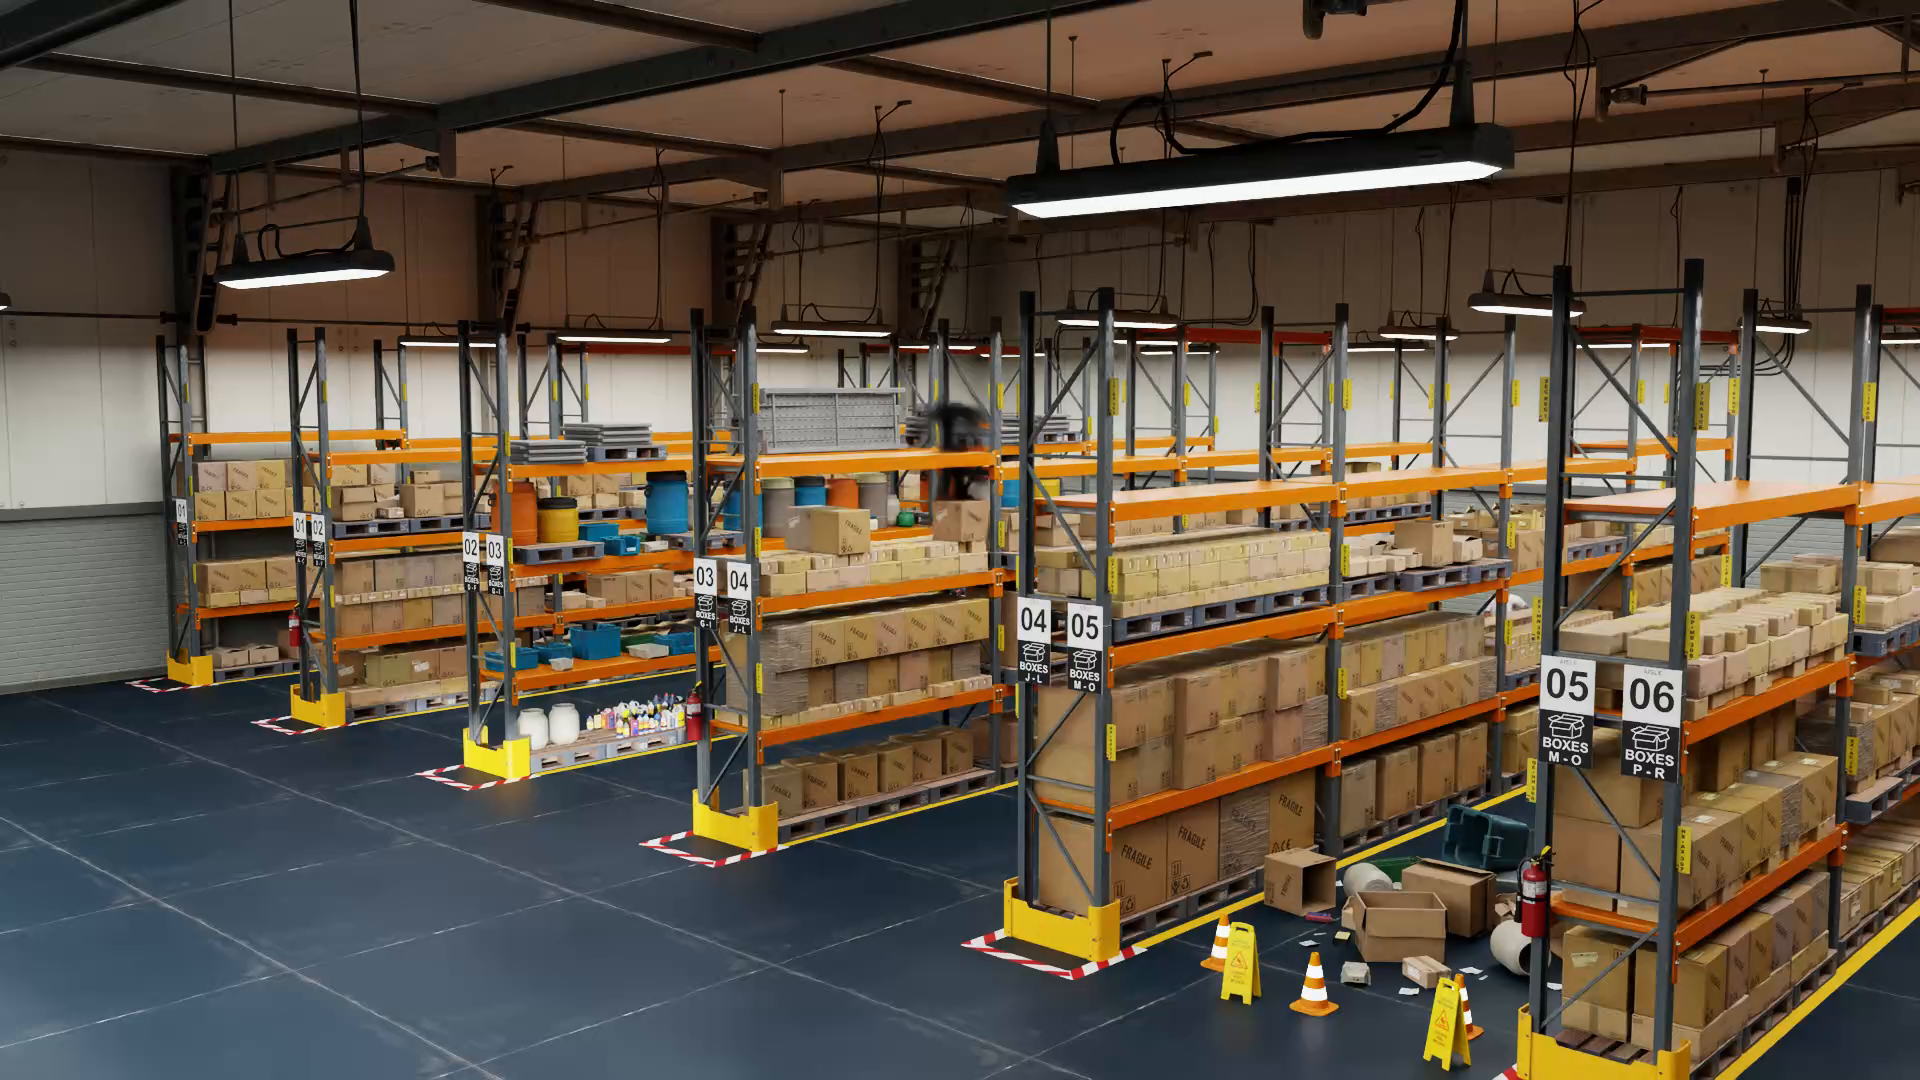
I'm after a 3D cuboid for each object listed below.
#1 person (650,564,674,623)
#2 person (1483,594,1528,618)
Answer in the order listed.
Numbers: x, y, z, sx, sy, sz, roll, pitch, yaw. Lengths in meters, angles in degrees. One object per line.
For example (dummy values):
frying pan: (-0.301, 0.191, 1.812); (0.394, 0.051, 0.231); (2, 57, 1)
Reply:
person: (-6.084, 1.200, 33.925); (0.576, 1.574, 0.771); (2, 6, 25)
person: (9.428, 1.578, 28.905); (0.671, 1.810, 0.828); (5, 7, 43)
